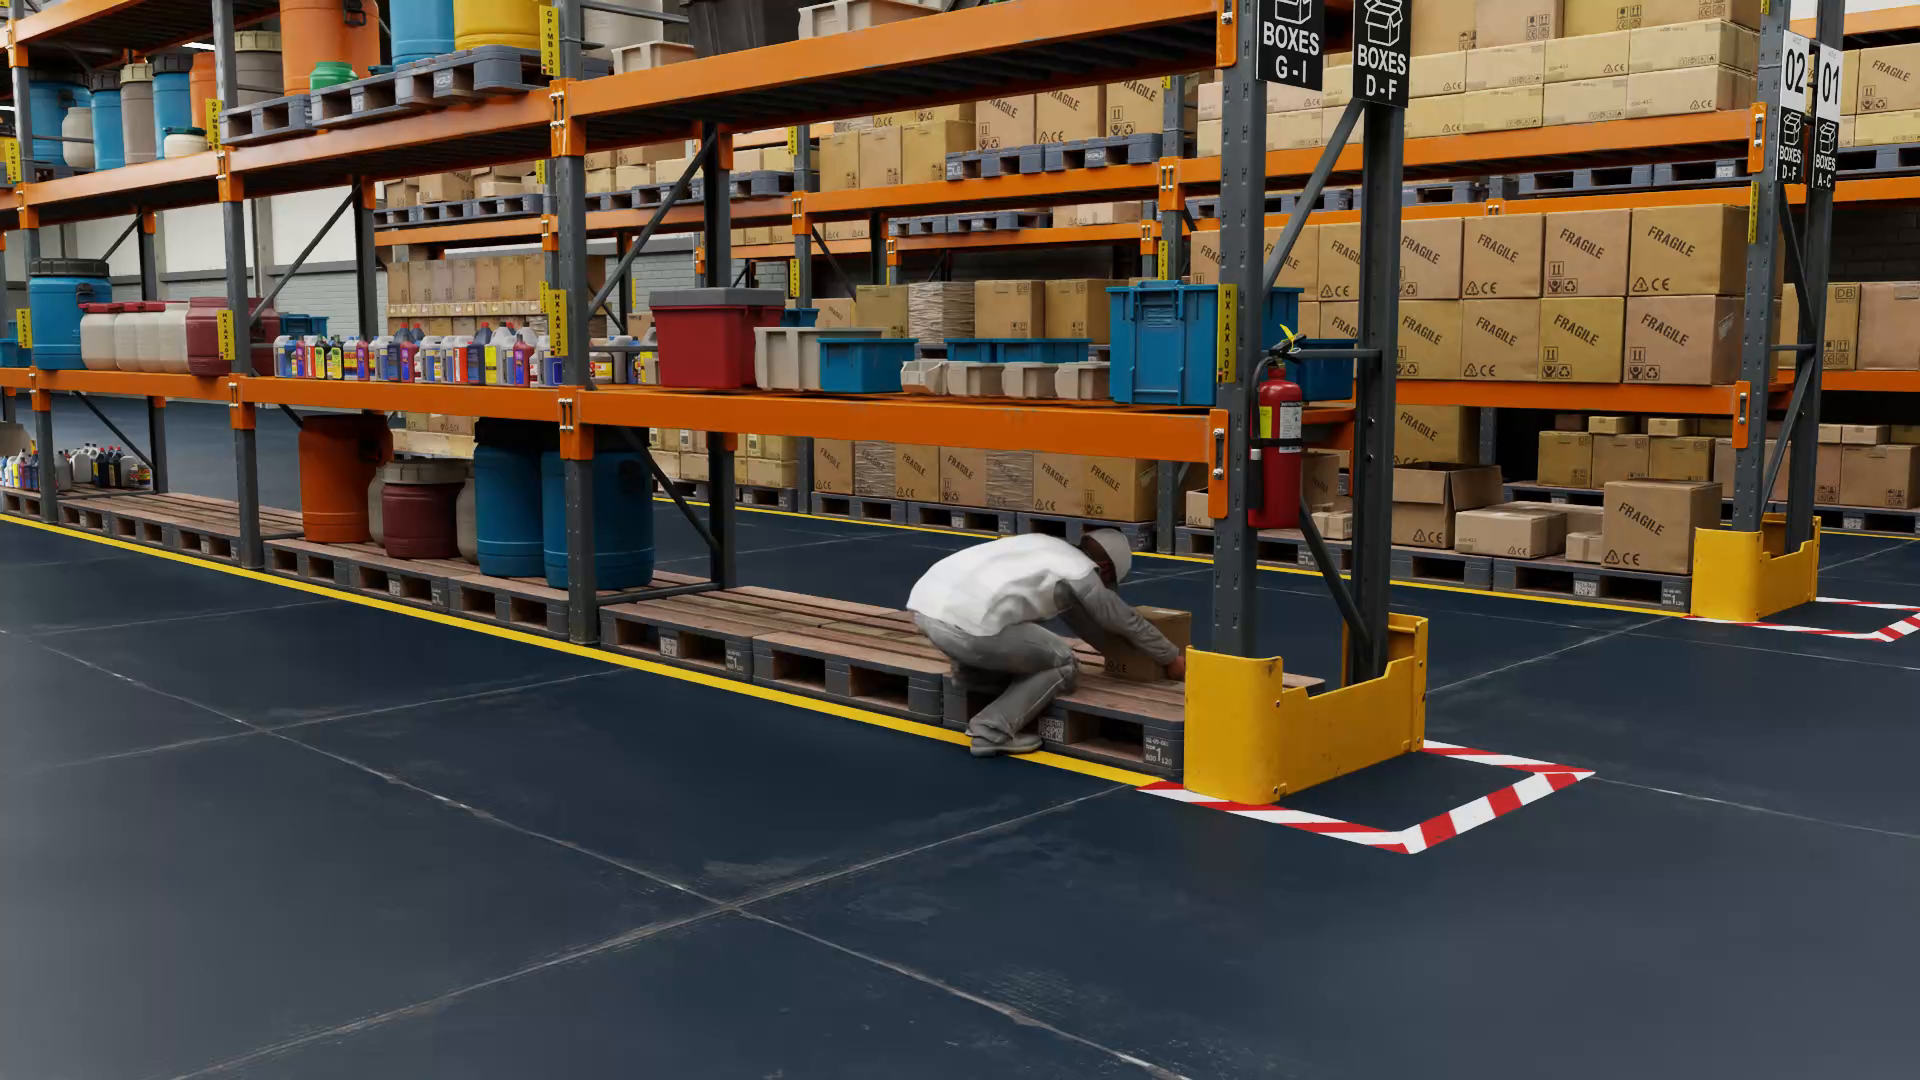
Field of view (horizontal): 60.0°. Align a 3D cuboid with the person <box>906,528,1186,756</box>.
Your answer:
[{"bbox_3d":[0.359,0.376,6.546,1.193,0.817,0.496,-4,8,-30],"label":"person"}]
